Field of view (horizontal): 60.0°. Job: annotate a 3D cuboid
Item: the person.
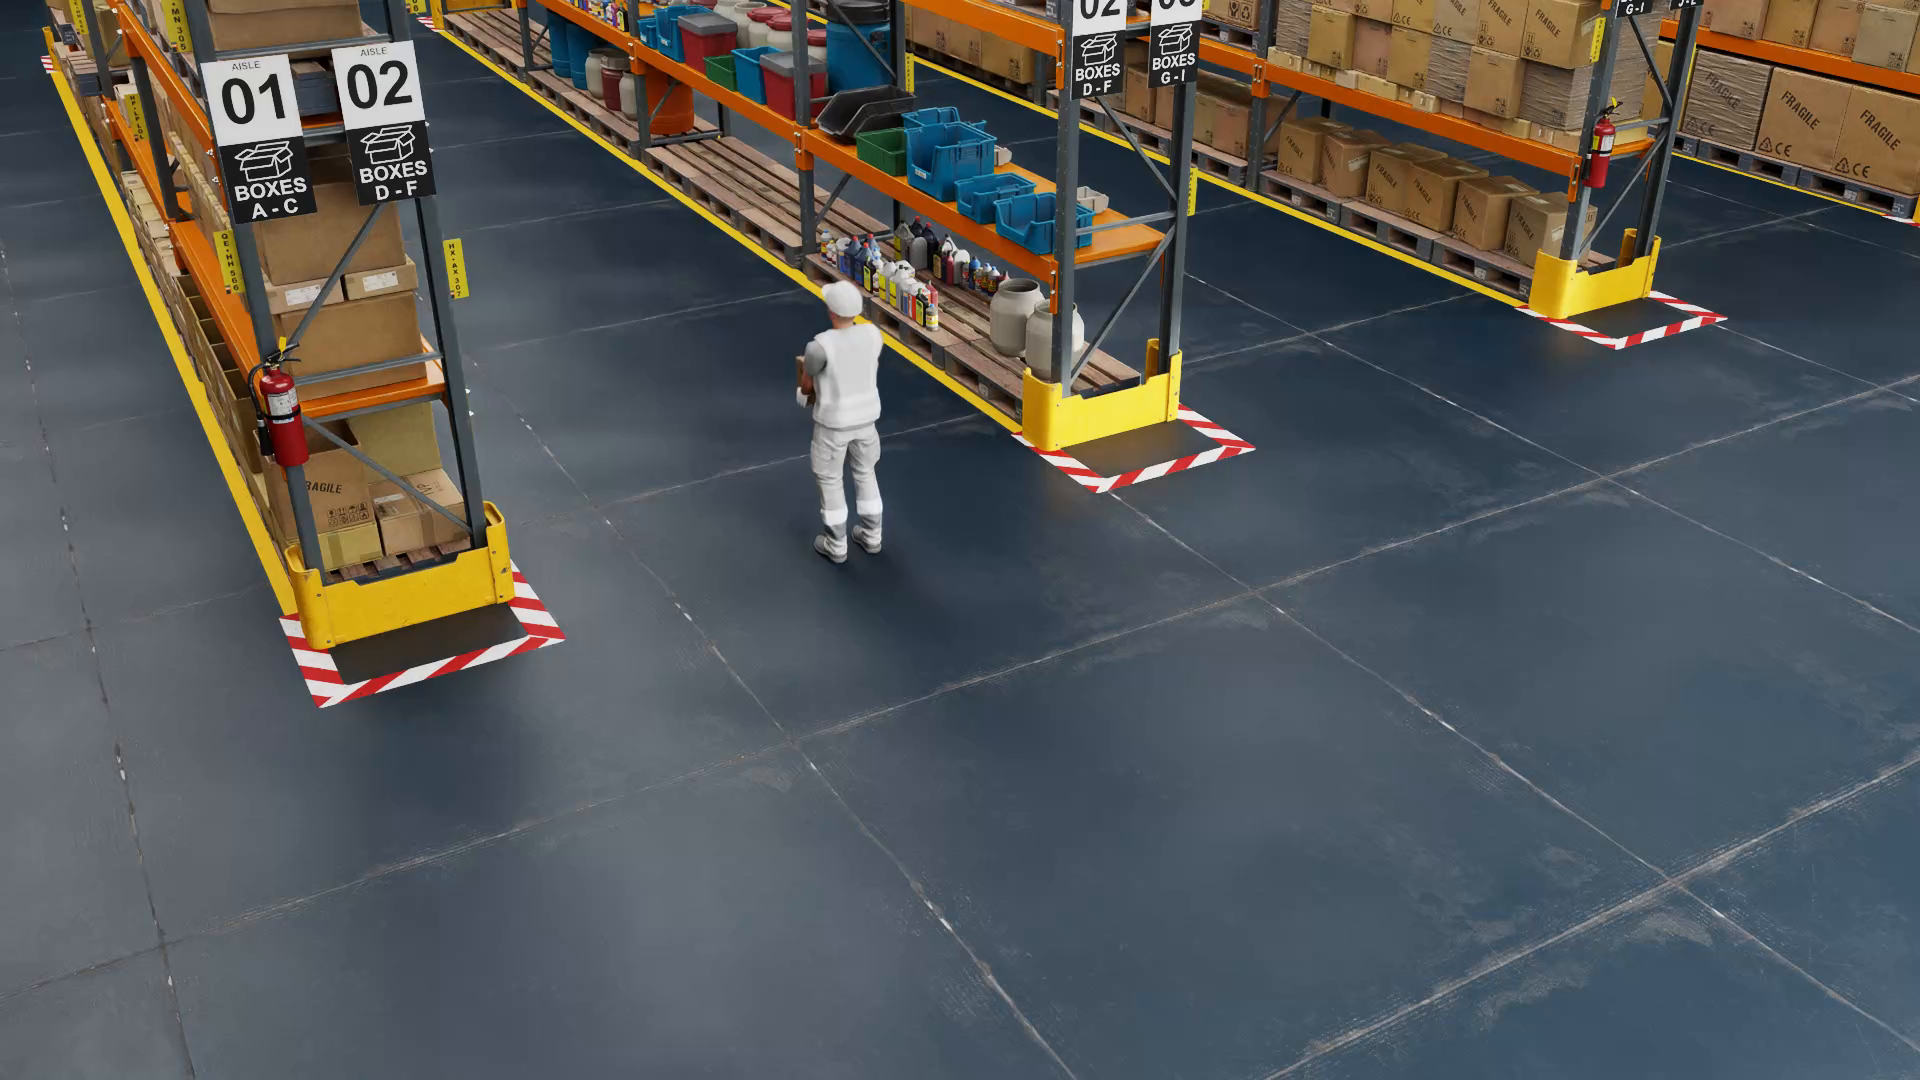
[{"bbox_3d":[-0.733,-0.745,9.907,0.494,1.783,0.572,-16,32,-26],"label":"person"}]
